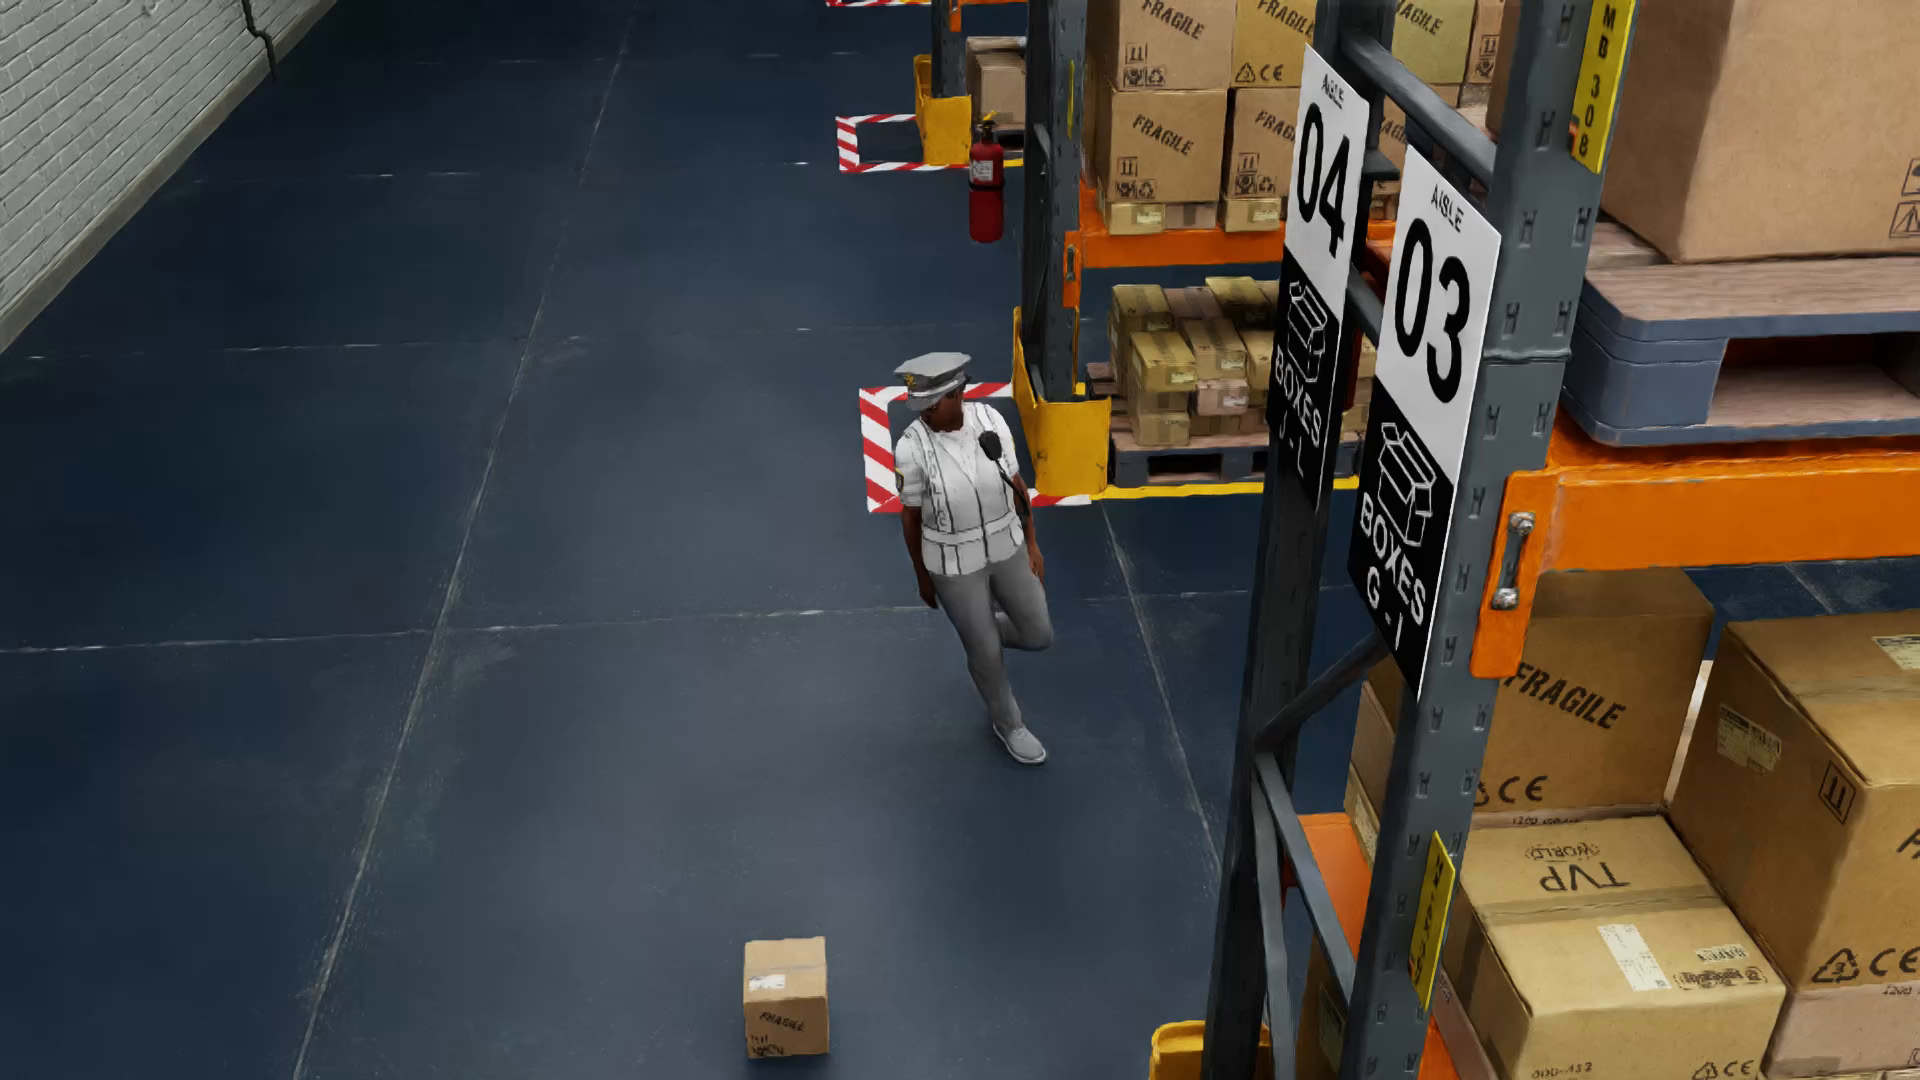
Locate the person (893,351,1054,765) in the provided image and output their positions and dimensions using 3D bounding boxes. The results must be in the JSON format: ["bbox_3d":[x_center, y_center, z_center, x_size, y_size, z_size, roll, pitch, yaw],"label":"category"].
[{"bbox_3d":[0.041,0.059,6.065,0.533,1.631,0.593,-14,34,-22],"label":"person"}]
